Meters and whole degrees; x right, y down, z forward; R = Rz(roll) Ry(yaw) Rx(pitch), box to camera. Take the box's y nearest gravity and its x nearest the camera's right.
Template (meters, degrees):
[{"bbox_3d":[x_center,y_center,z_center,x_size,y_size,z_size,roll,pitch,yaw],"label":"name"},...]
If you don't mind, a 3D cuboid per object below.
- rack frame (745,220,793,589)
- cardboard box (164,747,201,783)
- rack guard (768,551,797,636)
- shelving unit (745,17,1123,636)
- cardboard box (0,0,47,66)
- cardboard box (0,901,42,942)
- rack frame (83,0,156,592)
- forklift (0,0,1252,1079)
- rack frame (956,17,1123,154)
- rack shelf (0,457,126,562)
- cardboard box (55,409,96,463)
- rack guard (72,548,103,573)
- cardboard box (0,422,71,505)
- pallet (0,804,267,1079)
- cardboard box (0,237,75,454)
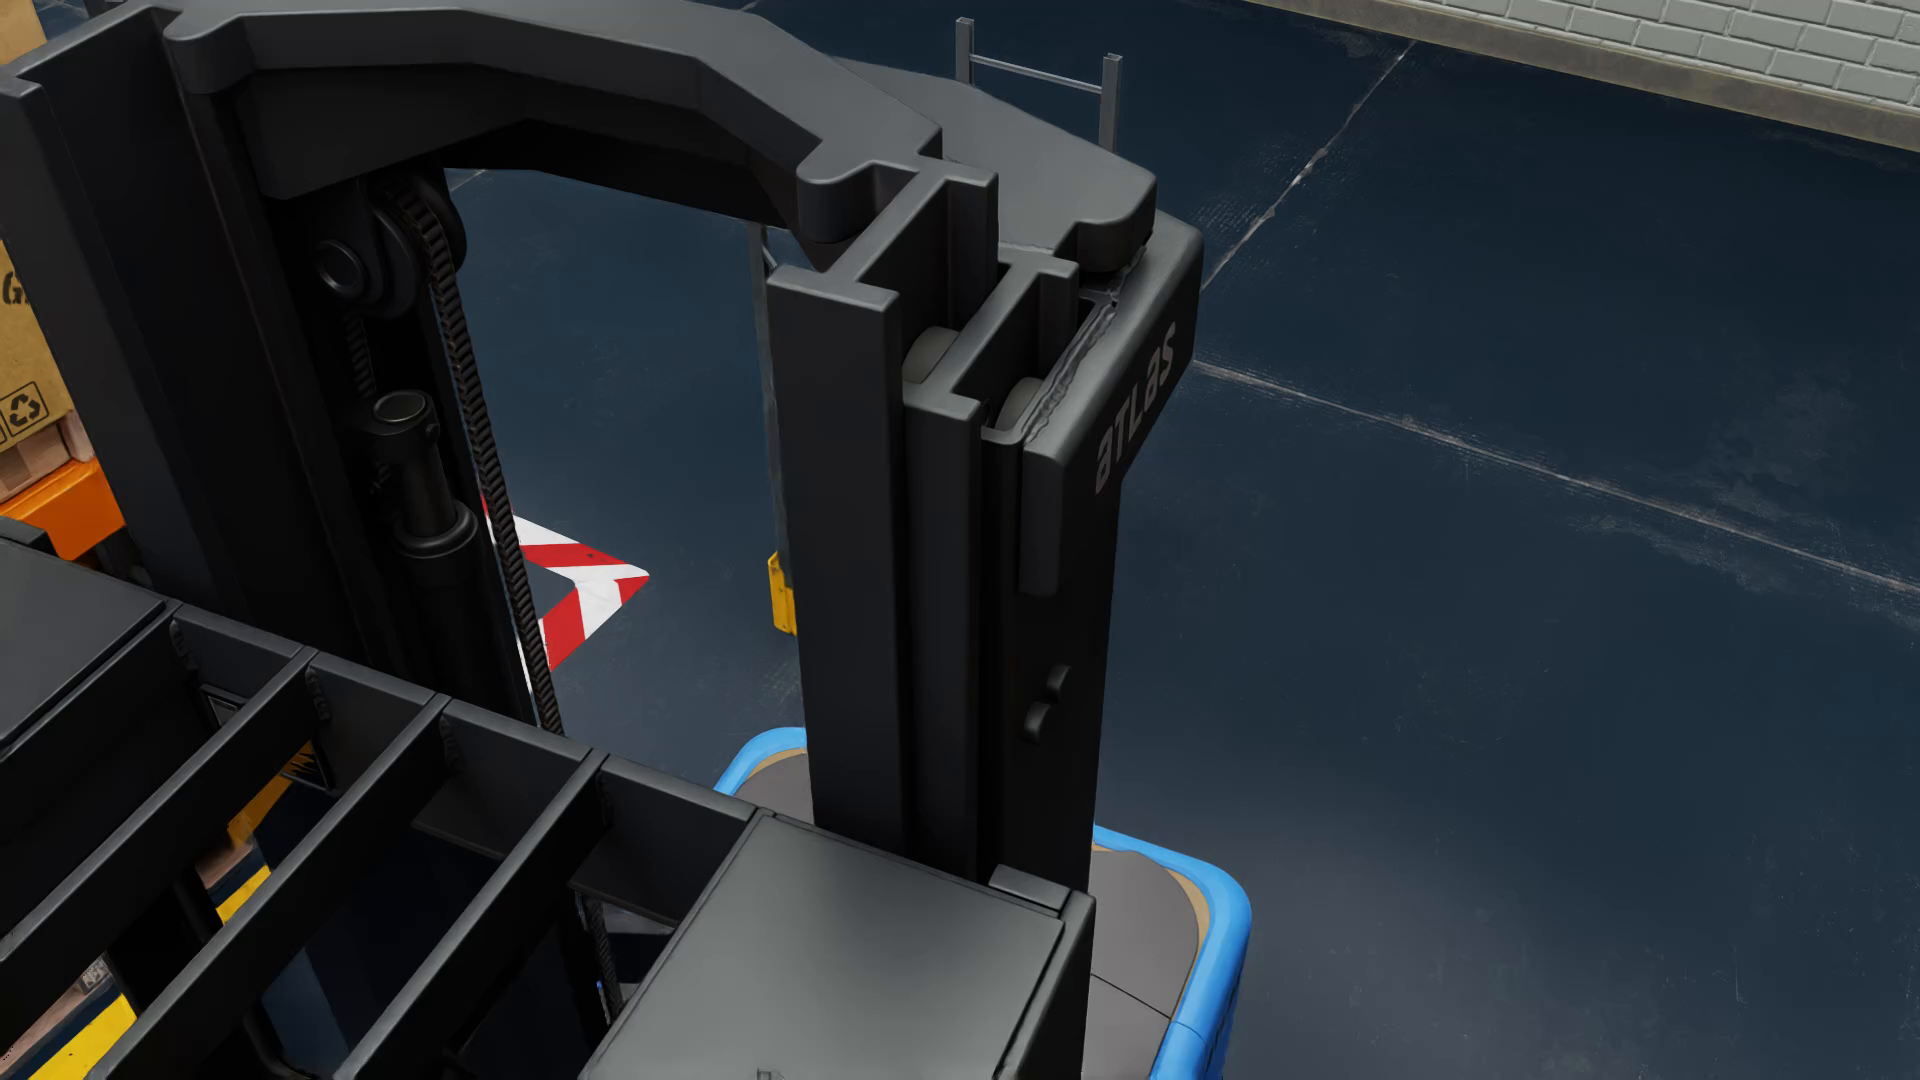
[{"bbox_3d":[-0.297,-0.223,4.369,0.500,1.500,0.032,21,45,22],"label":"rack frame"},{"bbox_3d":[-2.018,0.478,4.052,0.380,0.149,0.250,20,45,21],"label":"cardboard box"},{"bbox_3d":[-0.287,0.235,4.794,0.587,0.250,0.087,21,45,22],"label":"rack guard"},{"bbox_3d":[-0.038,-0.519,4.705,0.587,1.500,1.083,21,45,22],"label":"shelving unit"},{"bbox_3d":[-2.014,-0.899,2.944,0.500,0.500,0.500,20,45,21],"label":"cardboard box"},{"bbox_3d":[-2.276,0.776,3.713,0.380,0.149,0.250,19,45,20],"label":"cardboard box"},{"bbox_3d":[-2.001,-0.719,3.797,1.000,3.000,0.127,21,45,22],"label":"rack frame"},{"bbox_3d":[-0.520,1.069,1.818,1.130,2.935,3.031,16,44,17],"label":"forklift"},{"bbox_3d":[0.212,-0.805,5.029,0.500,1.500,0.032,21,45,22],"label":"rack frame"},{"bbox_3d":[-3.002,0.696,2.735,1.077,0.370,4.000,21,45,22],"label":"rack shelf"},{"bbox_3d":[-1.919,-0.344,3.562,0.380,0.149,0.250,21,46,22],"label":"cardboard box"},{"bbox_3d":[-2.039,0.263,4.573,1.175,0.500,0.348,21,45,22],"label":"rack guard"},{"bbox_3d":[-2.076,-0.215,3.414,0.380,0.149,0.250,21,45,22],"label":"cardboard box"},{"bbox_3d":[-2.476,0.824,4.154,1.003,0.211,1.213,21,45,22],"label":"pallet"},{"bbox_3d":[-2.003,-0.526,3.277,0.500,0.500,0.500,22,46,23],"label":"cardboard box"}]
